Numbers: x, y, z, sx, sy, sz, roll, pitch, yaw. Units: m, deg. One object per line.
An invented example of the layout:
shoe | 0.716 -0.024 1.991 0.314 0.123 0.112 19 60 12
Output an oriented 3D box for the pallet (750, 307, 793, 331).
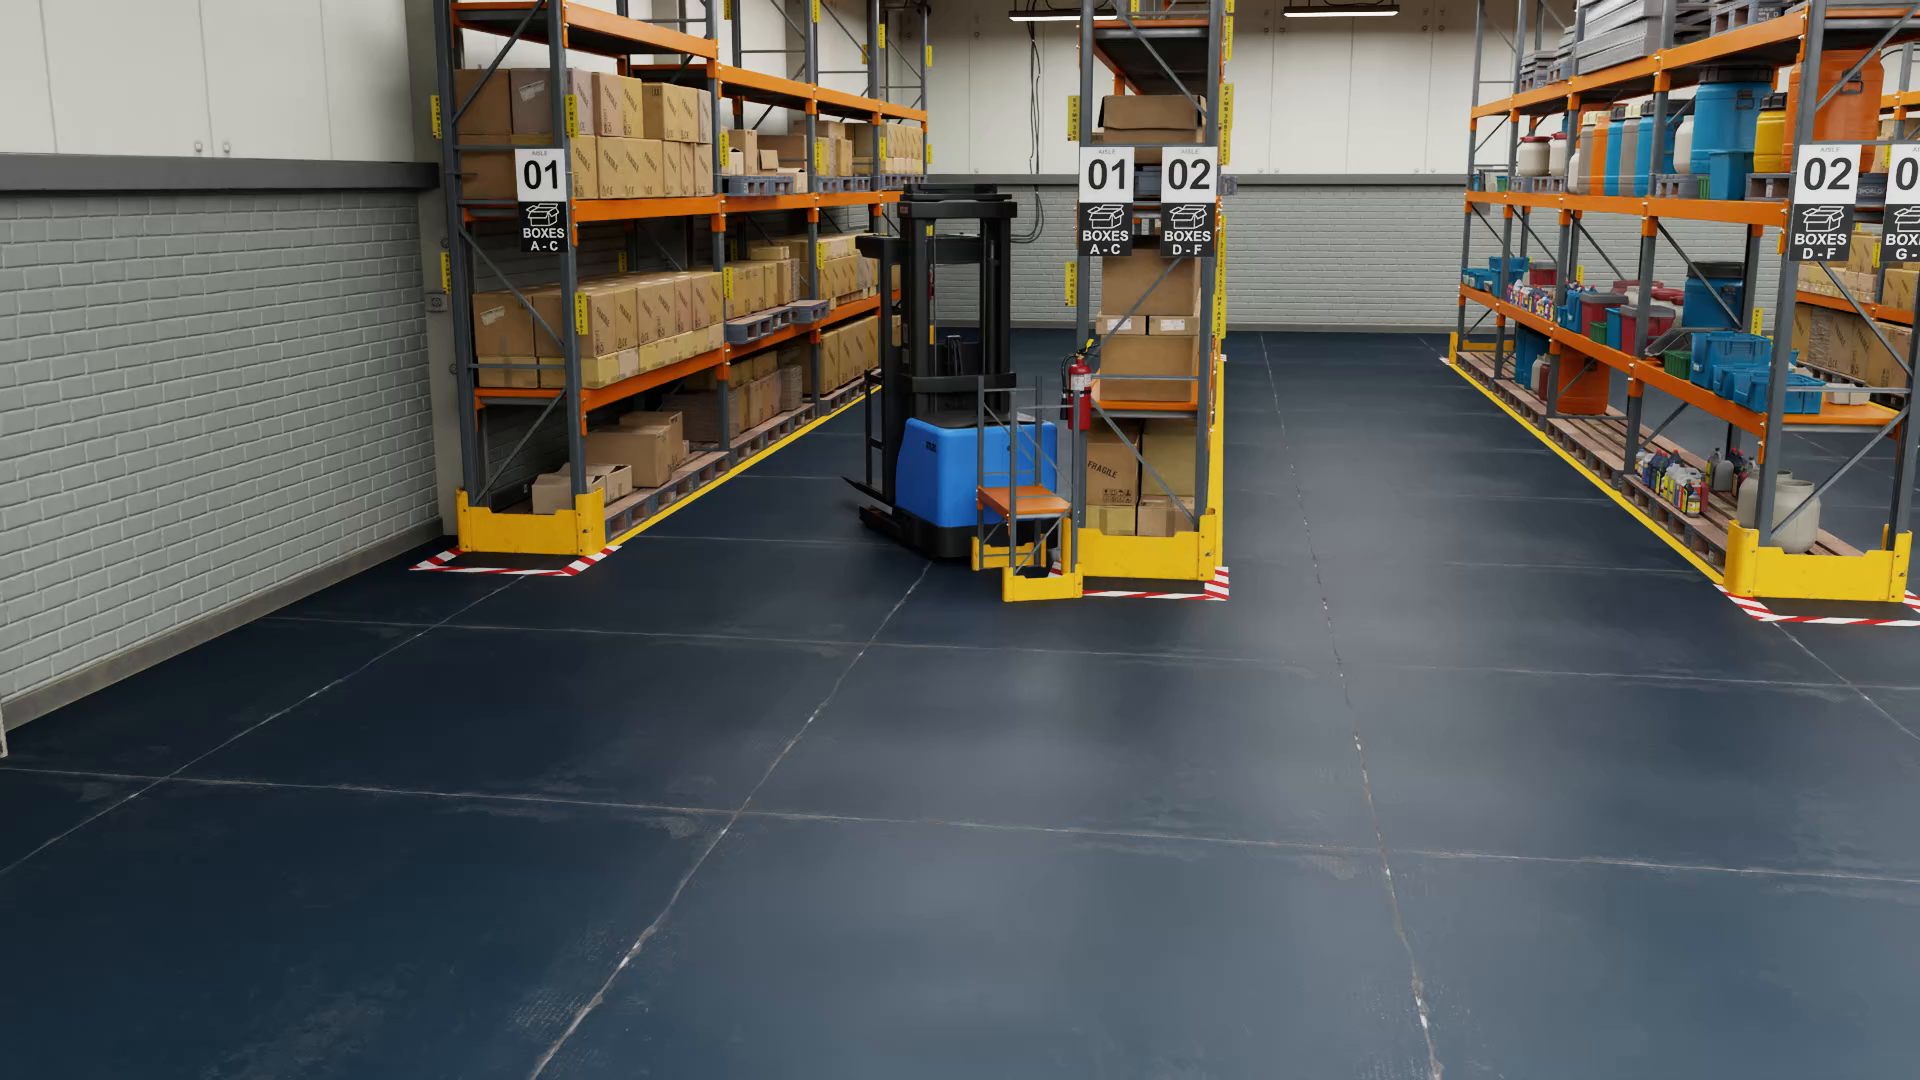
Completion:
pallet | -2.554 -2.535 19.091 1.003 0.211 1.213 2 12 9

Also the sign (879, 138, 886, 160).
sign | -1.137 -5.732 24.377 0.100 0.325 0.005 2 12 9

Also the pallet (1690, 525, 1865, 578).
pallet | 6.364 0.121 12.930 1.003 0.211 1.213 2 12 9

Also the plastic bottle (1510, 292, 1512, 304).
plastic bottle | 7.616 -3.342 22.851 0.097 0.201 0.097 0 12 0

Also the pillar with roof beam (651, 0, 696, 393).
pillar with roof beam | 0.909 -5.593 18.584 9.100 9.000 0.400 2 12 9

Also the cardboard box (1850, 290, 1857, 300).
cardboard box | 12.810 -3.452 23.486 0.380 0.149 0.250 2 12 8

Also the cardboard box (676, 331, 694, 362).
cardboard box | -2.826 -1.829 15.668 0.500 0.250 0.500 2 12 8

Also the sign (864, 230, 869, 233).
sign | -1.607 -5.189 28.706 0.100 0.325 0.005 2 12 9

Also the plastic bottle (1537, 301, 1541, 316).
plastic bottle | 7.301 -2.915 20.871 0.097 0.201 0.097 0 12 0

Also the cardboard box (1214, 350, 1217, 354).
cardboard box | 3.190 -2.283 22.357 0.500 0.500 0.500 1 12 7

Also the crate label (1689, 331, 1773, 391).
crate label | 6.284 -1.465 13.587 0.502 0.435 0.616 2 12 9

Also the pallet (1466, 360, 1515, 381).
pallet | 8.374 -2.600 25.555 1.003 0.211 1.213 2 12 9

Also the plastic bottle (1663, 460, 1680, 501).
plastic bottle | 6.255 -0.526 14.558 0.144 0.351 0.185 2 12 8

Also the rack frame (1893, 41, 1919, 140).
rack frame | 13.008 -6.326 21.987 1.000 3.000 0.127 2 12 9

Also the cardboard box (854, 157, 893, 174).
cardboard box | -1.308 -5.657 25.126 0.500 0.250 0.500 2 12 8

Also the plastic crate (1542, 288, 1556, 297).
plastic crate | 8.327 -3.546 23.813 0.396 0.136 0.243 2 12 9

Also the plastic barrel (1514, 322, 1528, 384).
plastic barrel | 8.014 -2.621 23.017 0.600 0.901 0.708 2 12 9

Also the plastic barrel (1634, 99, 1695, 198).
plastic barrel | 6.748 -3.713 15.791 0.600 0.901 0.708 2 12 9

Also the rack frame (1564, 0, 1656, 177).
rack frame | 7.499 -5.654 18.868 1.000 3.000 0.127 2 12 9

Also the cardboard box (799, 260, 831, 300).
cardboard box | -1.963 -3.339 21.376 0.500 0.500 0.500 2 12 10

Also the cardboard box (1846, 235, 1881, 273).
cardboard box | 12.896 -4.040 23.492 0.500 0.500 0.500 2 12 9

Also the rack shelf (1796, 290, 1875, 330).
rack shelf | 13.316 -3.458 24.626 1.077 0.370 4.000 2 12 9

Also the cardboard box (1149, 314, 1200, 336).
cardboard box | 1.648 -1.658 12.788 0.380 0.149 0.250 2 12 8

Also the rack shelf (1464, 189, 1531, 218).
rack shelf | 8.422 -5.085 25.055 1.077 0.370 4.000 2 12 9

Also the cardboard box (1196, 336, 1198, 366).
cardboard box | 1.853 -1.896 15.434 0.700 0.500 0.500 2 12 8

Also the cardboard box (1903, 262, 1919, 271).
cardboard box | 12.918 -3.799 21.884 0.797 0.503 0.637 2 12 7

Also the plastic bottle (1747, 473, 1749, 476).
plastic bottle | 6.961 -0.488 14.557 0.152 0.276 0.135 2 12 10

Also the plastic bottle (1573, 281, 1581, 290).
plastic bottle | 8.268 -3.289 22.253 0.144 0.351 0.185 2 12 9

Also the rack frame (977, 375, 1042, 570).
rack frame | 0.381 -0.517 12.833 0.500 1.500 0.032 -3 12 -12

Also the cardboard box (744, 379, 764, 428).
cardboard box | -2.660 -1.570 19.049 0.700 0.500 0.500 2 12 9

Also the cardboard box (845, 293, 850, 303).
cardboard box | -1.738 -3.364 23.033 0.380 0.149 0.250 2 12 10

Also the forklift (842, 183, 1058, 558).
forklift | -0.236 -1.555 14.250 1.130 2.935 3.031 -5 13 -22

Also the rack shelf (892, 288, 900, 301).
rack shelf | -1.367 -3.939 26.860 1.077 0.370 4.000 2 12 9

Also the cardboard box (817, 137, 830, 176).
cardboard box | -2.145 -5.102 22.145 0.700 0.500 0.500 3 12 12

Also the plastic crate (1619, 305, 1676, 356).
plastic crate | 6.656 -2.030 16.143 0.402 0.464 0.583 2 12 9

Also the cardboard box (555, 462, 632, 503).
cardboard box | -3.238 -0.537 14.704 0.500 0.311 0.500 3 13 13

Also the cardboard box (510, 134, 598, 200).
cardboard box | -3.222 -2.963 13.218 0.500 0.500 0.500 2 12 10

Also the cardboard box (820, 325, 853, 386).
cardboard box | -1.906 -2.527 22.707 0.750 0.750 0.750 2 12 8

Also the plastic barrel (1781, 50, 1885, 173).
plastic barrel | 6.218 -3.043 11.855 0.600 0.830 0.708 2 12 9

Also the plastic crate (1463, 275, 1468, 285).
plastic crate | 8.235 -4.182 26.762 0.250 0.136 0.298 2 12 9

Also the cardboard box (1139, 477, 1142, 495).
cardboard box | 1.306 -0.408 14.296 0.500 0.250 0.500 2 12 9

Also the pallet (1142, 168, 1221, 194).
pallet | 1.694 -3.041 14.075 1.003 0.211 1.213 2 12 9

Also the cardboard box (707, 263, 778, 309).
cardboard box | -2.522 -2.948 19.270 0.700 0.500 0.500 2 12 9

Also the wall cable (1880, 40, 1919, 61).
wall cable | 17.899 -9.797 30.455 2.277 5.999 0.120 2 12 9

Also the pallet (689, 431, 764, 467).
pallet | -2.787 -1.008 18.171 1.003 0.211 1.213 2 12 9

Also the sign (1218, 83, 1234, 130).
sign | 1.922 -3.130 12.015 0.100 0.325 0.005 2 12 9

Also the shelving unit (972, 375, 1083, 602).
shelving unit | 0.488 -0.414 12.356 0.587 1.500 1.083 -3 12 -12

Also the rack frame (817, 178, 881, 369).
rack frame | -1.675 -3.875 24.853 1.000 3.000 0.127 2 12 9

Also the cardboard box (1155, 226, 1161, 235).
cardboard box | 3.042 -4.366 24.523 0.500 0.500 0.500 2 12 9

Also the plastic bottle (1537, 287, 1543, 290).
plastic bottle | 7.674 -3.211 22.069 0.152 0.276 0.135 2 12 9

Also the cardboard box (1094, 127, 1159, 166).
cardboard box | 1.377 -3.278 13.844 0.500 0.311 0.500 3 13 15

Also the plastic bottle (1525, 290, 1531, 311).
plastic bottle | 7.429 -3.122 21.667 0.097 0.271 0.097 0 12 0

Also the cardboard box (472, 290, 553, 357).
cardboard box | -3.658 -1.785 13.684 0.500 0.500 0.500 2 12 8

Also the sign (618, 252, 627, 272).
sign | -3.454 -2.793 17.083 0.100 0.325 0.005 2 12 9

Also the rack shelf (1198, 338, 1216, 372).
rack shelf | 2.298 -2.114 18.392 1.077 0.370 4.000 2 12 9

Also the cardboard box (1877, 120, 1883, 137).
cardboard box | 13.303 -5.942 24.072 0.500 0.250 0.500 1 12 7
